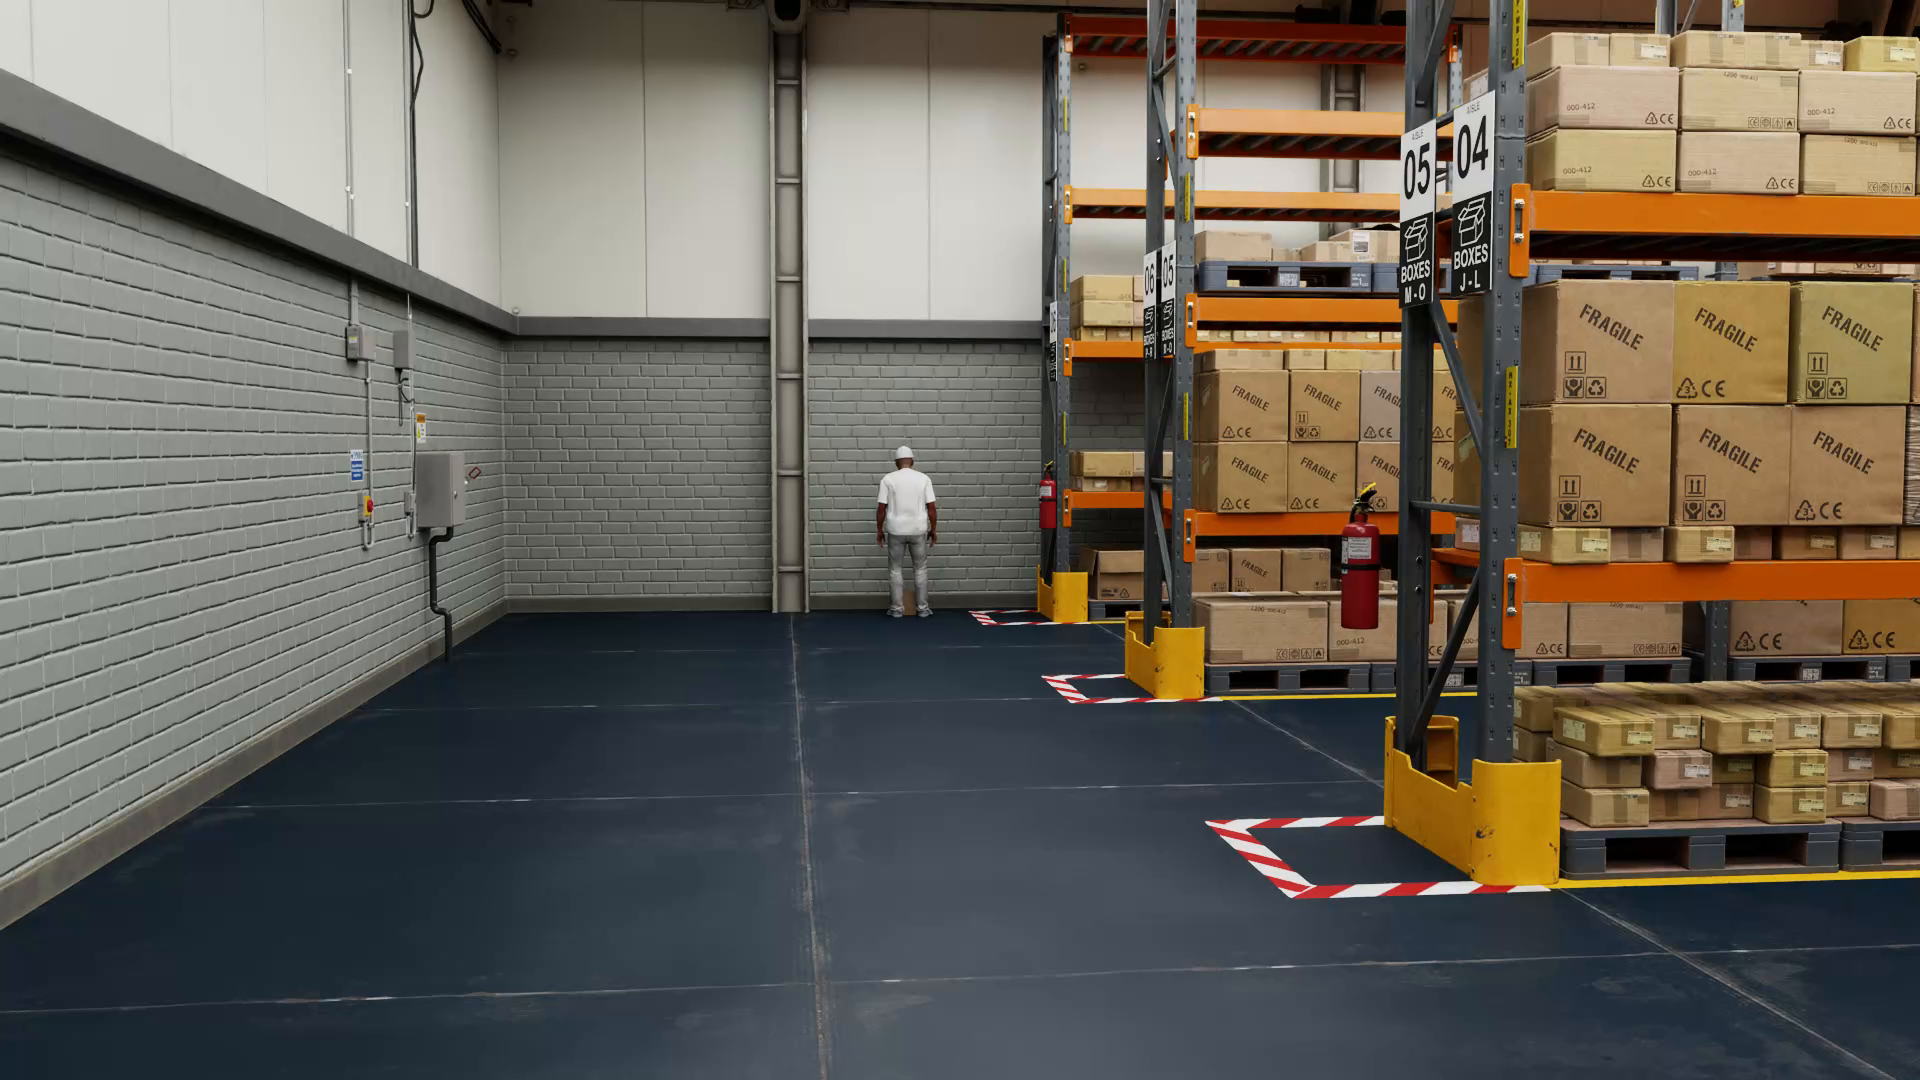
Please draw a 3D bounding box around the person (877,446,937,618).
[{"bbox_3d":[-0.550,-0.088,17.141,0.627,1.760,0.460,0,3,-6],"label":"person"}]
